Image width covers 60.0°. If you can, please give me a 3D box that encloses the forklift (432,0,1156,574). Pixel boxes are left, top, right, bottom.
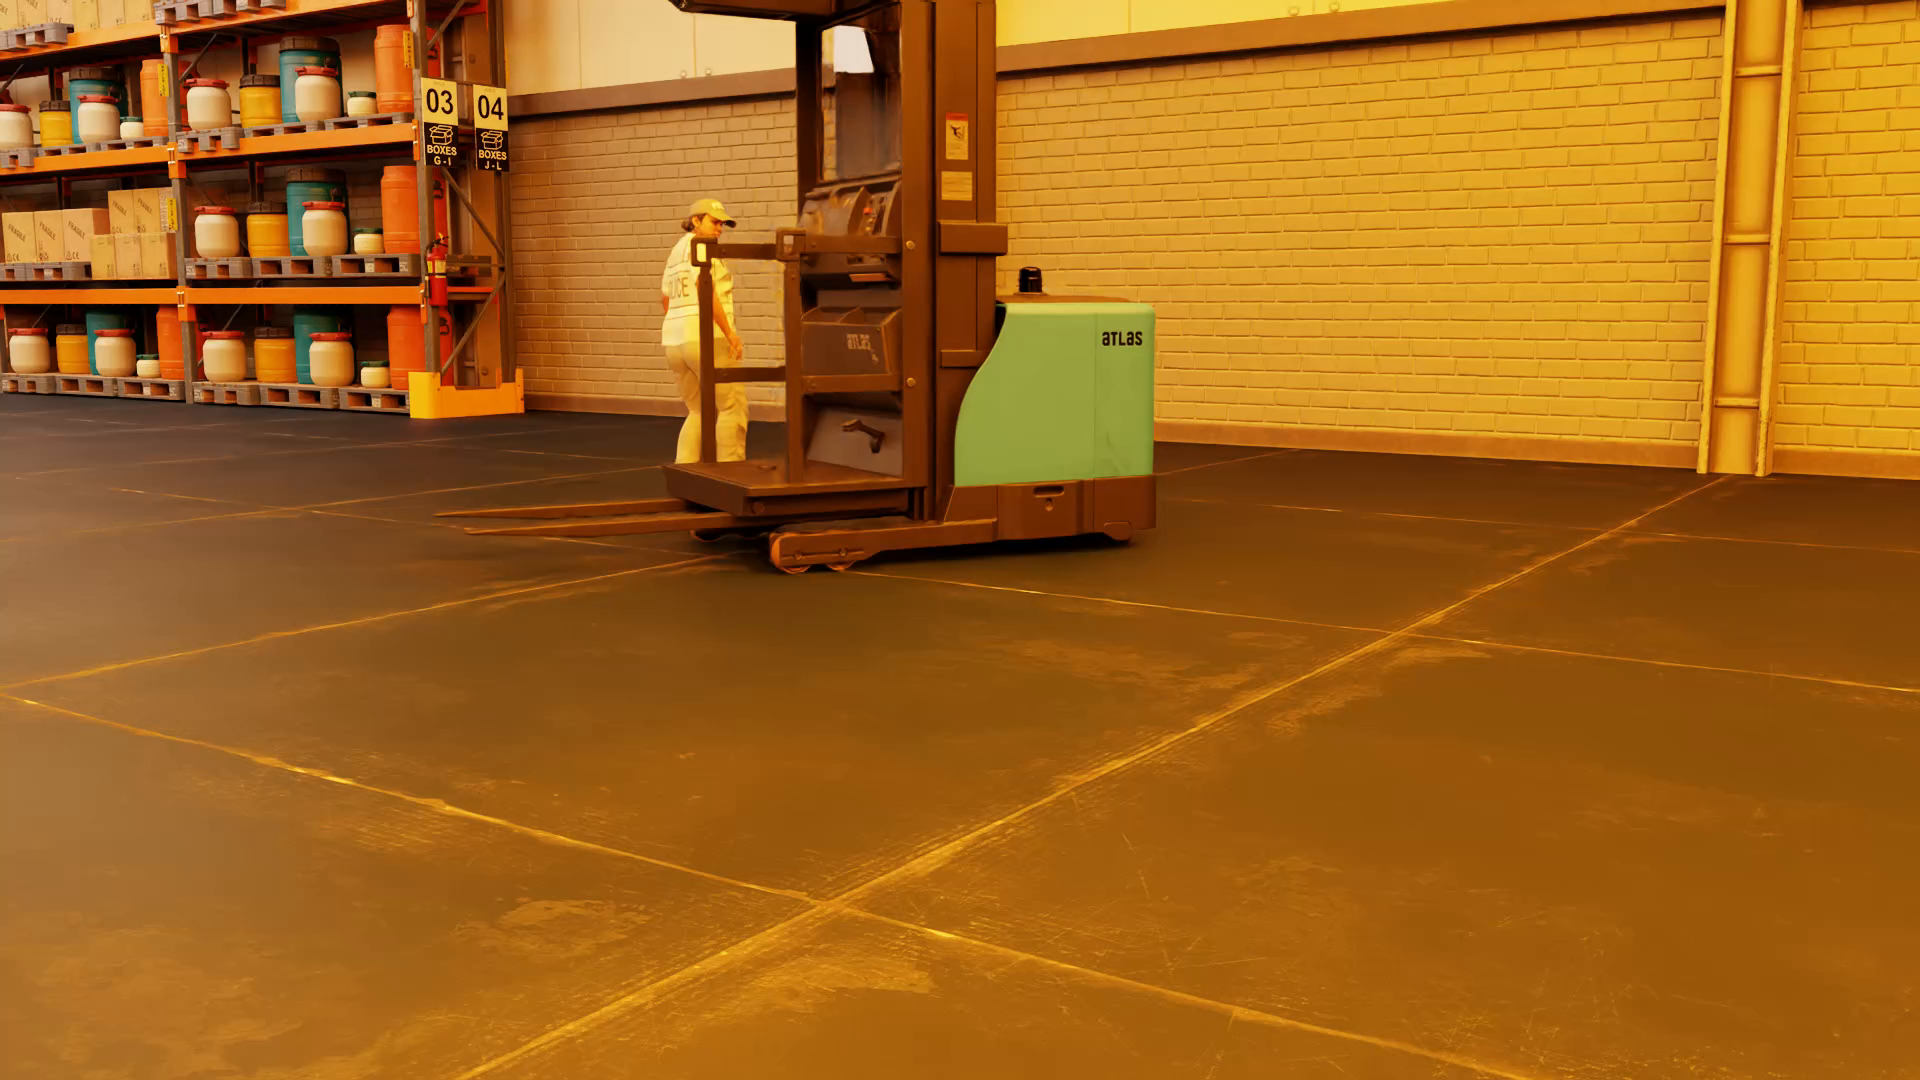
[{"bbox_3d":[-0.662,-1.399,7.028,3.031,2.935,1.130,-4,9,-28],"label":"forklift"}]

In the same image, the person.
[{"bbox_3d":[-1.395,-1.068,9.275,0.508,1.649,0.683,-7,10,-39],"label":"person"}]
